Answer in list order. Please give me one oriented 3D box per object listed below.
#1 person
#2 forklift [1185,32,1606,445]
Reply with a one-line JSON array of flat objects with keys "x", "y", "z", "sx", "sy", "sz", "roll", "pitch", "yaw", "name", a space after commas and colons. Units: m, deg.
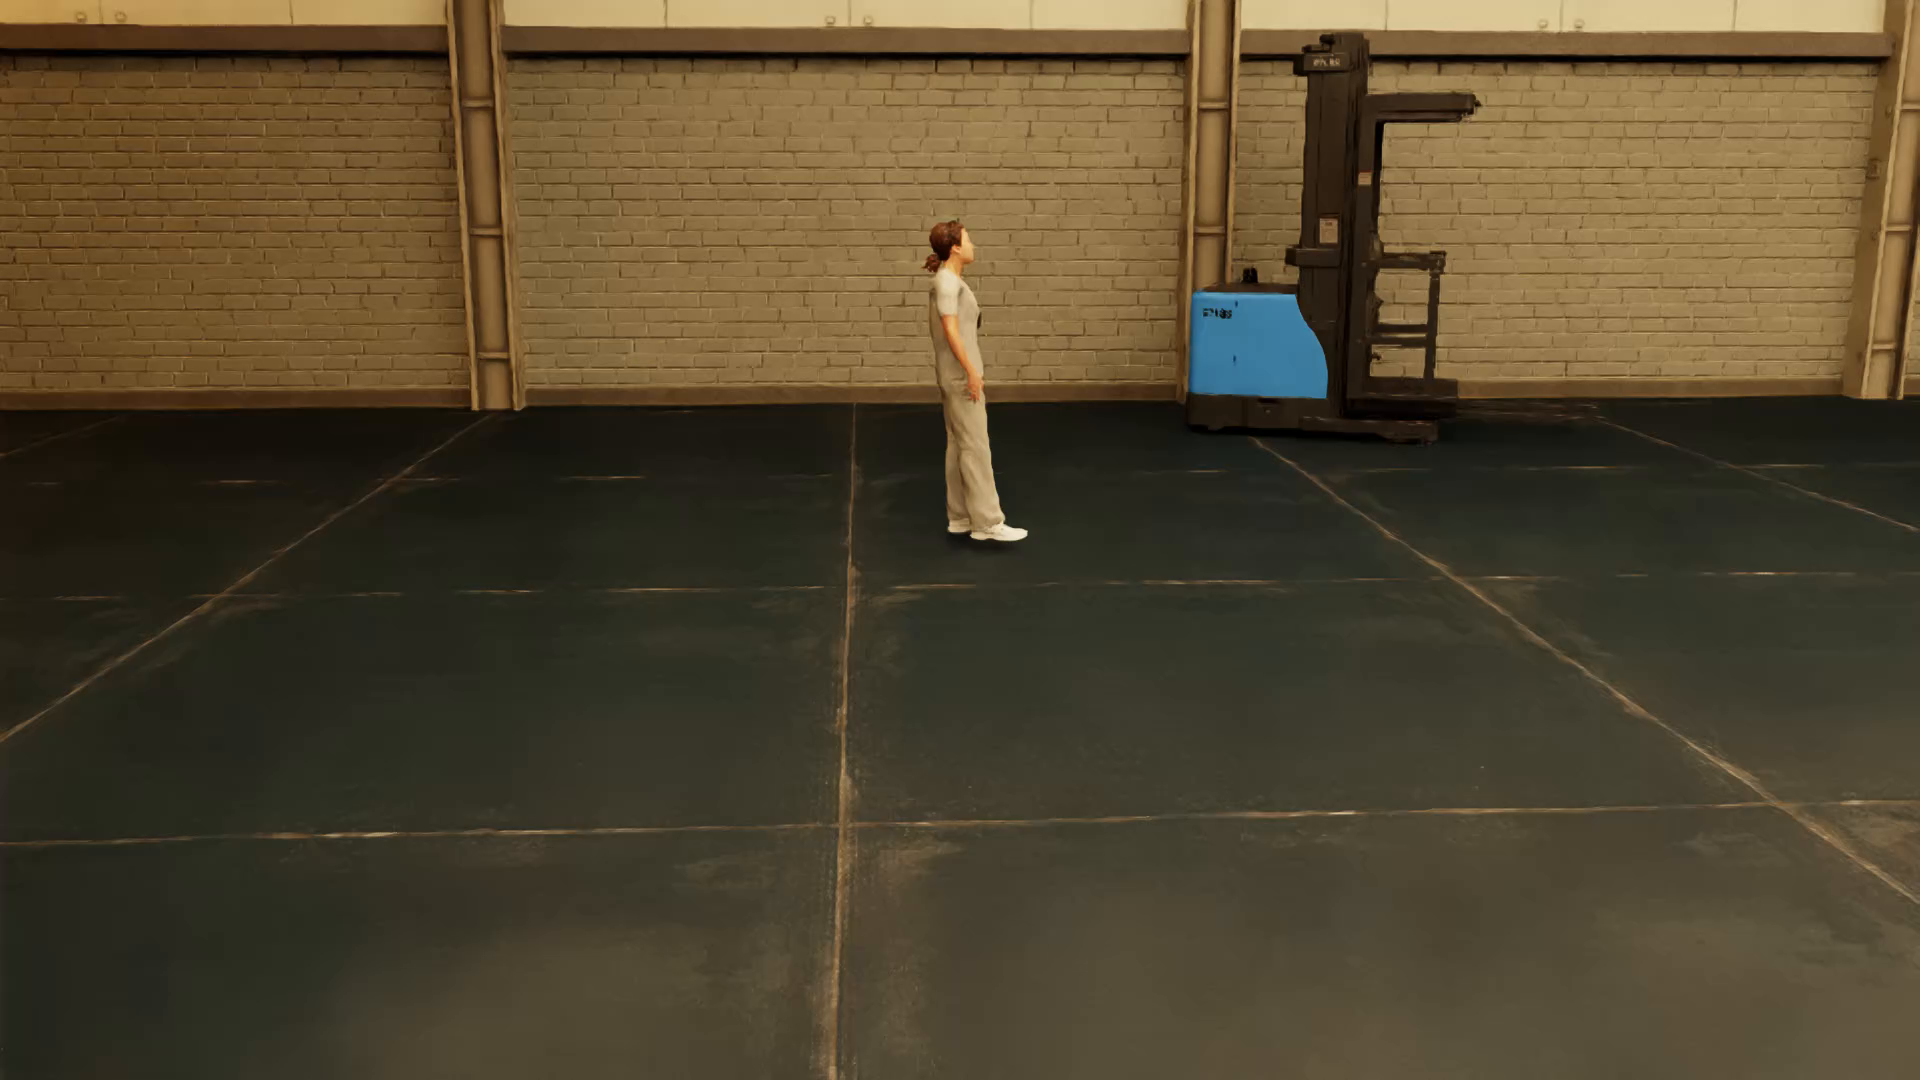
[{"x": 0.074, "y": -0.861, "z": 8.900, "sx": 0.549, "sy": 1.673, "sz": 0.550, "roll": -1, "pitch": 13, "yaw": -3, "name": "person"}, {"x": 3.308, "y": -2.261, "z": 12.471, "sx": 3.031, "sy": 2.935, "sz": 1.130, "roll": 4, "pitch": 13, "yaw": 16, "name": "forklift"}]
